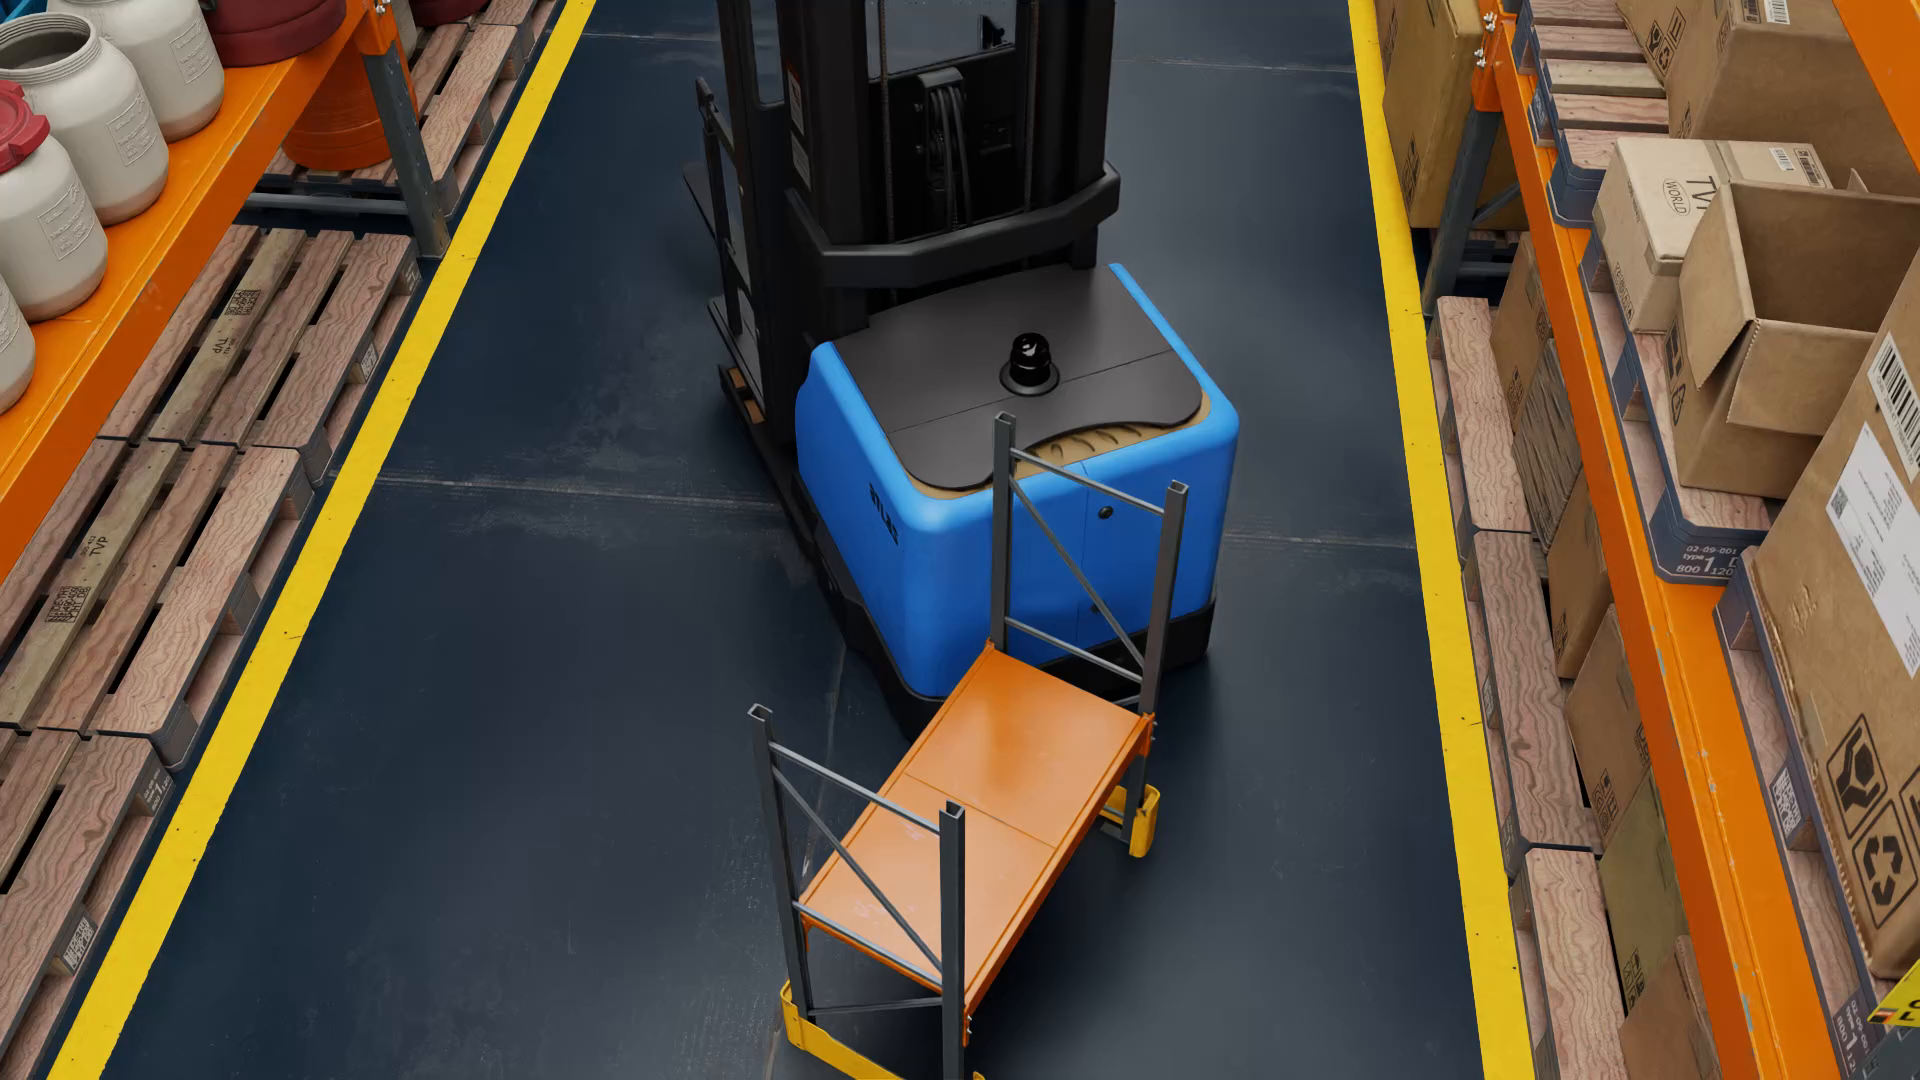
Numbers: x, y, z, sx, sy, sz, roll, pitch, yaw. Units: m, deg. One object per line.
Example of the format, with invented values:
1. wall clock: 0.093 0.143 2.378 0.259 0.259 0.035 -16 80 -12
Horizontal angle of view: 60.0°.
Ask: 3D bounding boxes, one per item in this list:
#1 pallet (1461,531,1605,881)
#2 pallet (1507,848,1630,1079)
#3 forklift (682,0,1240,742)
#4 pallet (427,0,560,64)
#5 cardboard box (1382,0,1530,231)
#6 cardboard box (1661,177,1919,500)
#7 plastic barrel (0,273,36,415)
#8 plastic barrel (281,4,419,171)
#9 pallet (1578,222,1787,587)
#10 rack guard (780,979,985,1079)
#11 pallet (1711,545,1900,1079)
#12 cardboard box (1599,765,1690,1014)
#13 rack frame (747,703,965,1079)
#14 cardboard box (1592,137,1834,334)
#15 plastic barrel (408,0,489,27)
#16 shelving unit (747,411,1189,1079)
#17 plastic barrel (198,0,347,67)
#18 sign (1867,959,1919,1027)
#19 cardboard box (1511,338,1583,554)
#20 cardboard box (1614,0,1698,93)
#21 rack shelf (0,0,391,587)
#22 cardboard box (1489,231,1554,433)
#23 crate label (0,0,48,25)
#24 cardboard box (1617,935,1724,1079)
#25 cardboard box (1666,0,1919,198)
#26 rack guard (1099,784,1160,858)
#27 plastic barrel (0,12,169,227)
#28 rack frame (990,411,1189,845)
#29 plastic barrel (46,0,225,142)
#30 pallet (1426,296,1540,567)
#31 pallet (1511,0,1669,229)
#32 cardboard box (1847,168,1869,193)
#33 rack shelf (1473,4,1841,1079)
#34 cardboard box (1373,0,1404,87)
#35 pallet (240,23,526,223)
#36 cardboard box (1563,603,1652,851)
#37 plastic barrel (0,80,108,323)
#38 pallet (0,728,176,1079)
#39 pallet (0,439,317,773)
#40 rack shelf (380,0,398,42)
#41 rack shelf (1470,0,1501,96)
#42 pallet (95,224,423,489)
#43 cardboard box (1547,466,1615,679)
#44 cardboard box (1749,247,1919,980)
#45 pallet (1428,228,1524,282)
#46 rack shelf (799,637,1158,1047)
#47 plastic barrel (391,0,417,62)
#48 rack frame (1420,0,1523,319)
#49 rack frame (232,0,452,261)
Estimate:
1. pallet: 2.140 0.510 5.140 1.003 0.211 1.213 4 48 4
2. pallet: 2.032 1.409 4.318 1.003 0.211 1.213 4 48 4
3. forklift: -0.242 -1.460 5.099 1.130 2.935 3.031 -17 50 -15
4. pallet: -2.461 -2.767 8.138 1.003 0.211 1.213 4 48 4
5. cardboard box: 2.410 -1.829 6.545 1.225 0.875 0.875 2 48 2
6. cardboard box: 2.028 -0.416 3.743 0.797 0.503 0.637 8 48 8
7. plastic barrel: -2.598 -0.566 4.143 0.433 0.535 0.433 0 48 0
8. plastic barrel: -2.578 -2.002 6.734 0.600 0.830 0.708 4 48 4
9. pallet: 2.187 -0.377 4.192 1.003 0.211 1.213 4 48 4
10. rack guard: -0.202 1.353 4.343 0.587 0.250 0.087 24 52 20
11. pallet: 2.177 0.553 3.341 1.003 0.211 1.213 4 48 4
12. cardboard box: 2.102 0.937 4.256 0.700 0.500 0.500 4 48 3
13. rack frame: -0.212 0.944 3.871 0.500 1.500 0.032 24 52 20
14. cardboard box: 1.945 -0.774 4.242 0.500 0.250 0.500 3 48 2
15. plastic barrel: -2.475 -2.750 7.582 0.600 0.588 0.708 4 48 4
16. shelving unit: 0.051 0.615 4.171 0.587 1.500 1.083 24 52 20
17. plastic barrel: -2.346 -1.916 5.378 0.600 0.536 0.708 4 48 4
18. sign: 1.409 0.615 2.370 0.100 0.325 0.005 4 48 4
19. cardboard box: 2.248 -0.301 5.389 0.700 0.500 0.500 0 48 0
20. cardboard box: 2.317 -1.675 4.897 0.500 0.500 0.500 -1 48 -1
21. rack shelf: -2.788 -0.519 4.680 1.077 0.370 4.000 4 48 4
22. cardboard box: 2.286 -0.710 5.762 0.700 0.500 0.500 2 48 1
23. crate label: -2.965 -1.532 5.094 0.502 0.435 0.616 4 48 4
24. cardboard box: 2.040 1.286 3.937 0.700 0.500 0.500 1 48 1
25. cardboard box: 2.366 -1.258 4.515 0.700 0.500 0.500 10 48 9
26. rack guard: 0.305 0.720 4.922 0.587 0.250 0.087 24 52 20
27. plastic barrel: -2.525 -1.190 4.730 0.421 0.512 0.421 0 48 0
28. rack frame: 0.305 0.298 4.461 0.500 1.500 0.032 24 52 20
29. plastic barrel: -2.487 -1.499 5.013 0.421 0.512 0.421 0 48 0
30. pallet: 2.254 -0.384 5.958 1.003 0.211 1.213 4 48 4
31. pallet: 2.368 -1.303 5.039 1.213 0.211 1.003 4 48 4
32. cardboard box: 2.444 -0.752 4.211 0.396 0.266 0.258 3 48 2
33. rack shelf: 2.144 -0.186 4.375 1.077 0.370 4.000 4 48 4
34. cardboard box: 2.499 -2.484 7.144 1.225 0.875 0.875 4 48 4
35. pallet: -2.575 -1.873 7.320 1.003 0.211 1.213 4 48 4
36. cardboard box: 2.152 0.526 4.632 0.700 0.500 0.500 0 48 0
37. plastic barrel: -2.558 -0.884 4.433 0.433 0.535 0.433 0 48 0
38. pallet: -2.937 1.069 4.629 1.003 0.211 1.213 4 48 4
39. pallet: -2.829 0.170 5.452 1.003 0.211 1.213 4 48 4
40. rack shelf: -2.423 -3.459 7.368 1.077 0.370 4.000 4 48 4
41. rack shelf: 2.509 -3.126 7.064 1.077 0.370 4.000 4 48 4
42. pallet: -2.715 -0.724 6.269 1.003 0.211 1.213 4 48 4
43. cardboard box: 2.203 0.116 5.007 0.700 0.500 0.500 7 48 7
44. cardboard box: 2.174 0.122 2.915 1.000 1.000 1.000 4 48 4
45. pallet: 2.474 -1.532 7.008 1.003 0.211 1.213 4 48 4
46. rack shelf: 0.047 0.742 4.299 0.538 0.185 1.000 24 52 20
47. plastic barrel: -2.616 -2.316 7.236 0.421 0.512 0.421 0 48 0
48. rack frame: 2.327 -1.899 5.454 1.000 3.000 0.127 4 48 4
49. rack frame: -2.606 -2.232 5.759 1.000 3.000 0.127 4 48 4
